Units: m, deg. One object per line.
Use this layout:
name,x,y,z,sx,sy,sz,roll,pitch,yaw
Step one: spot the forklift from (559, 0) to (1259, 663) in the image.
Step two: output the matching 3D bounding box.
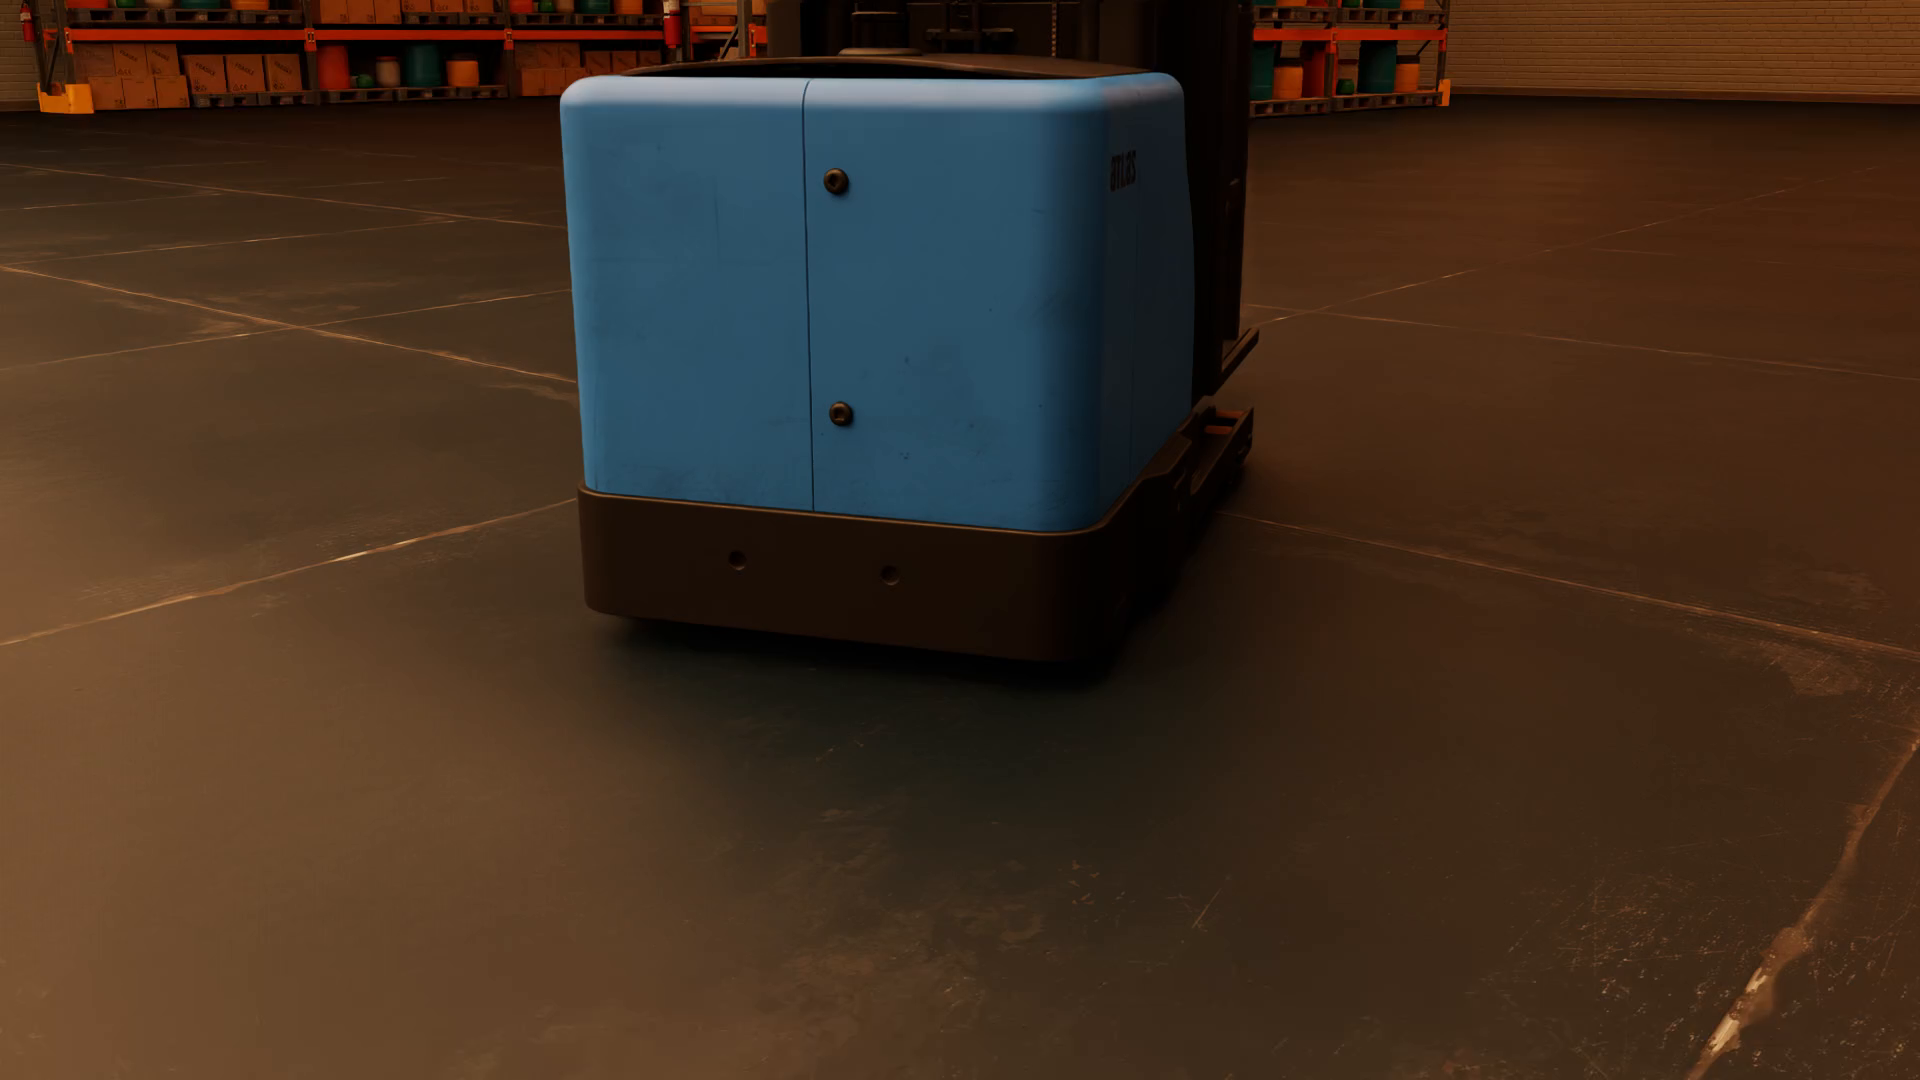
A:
forklift,0.182,-1.571,4.072,1.130,2.935,3.031,5,18,17
